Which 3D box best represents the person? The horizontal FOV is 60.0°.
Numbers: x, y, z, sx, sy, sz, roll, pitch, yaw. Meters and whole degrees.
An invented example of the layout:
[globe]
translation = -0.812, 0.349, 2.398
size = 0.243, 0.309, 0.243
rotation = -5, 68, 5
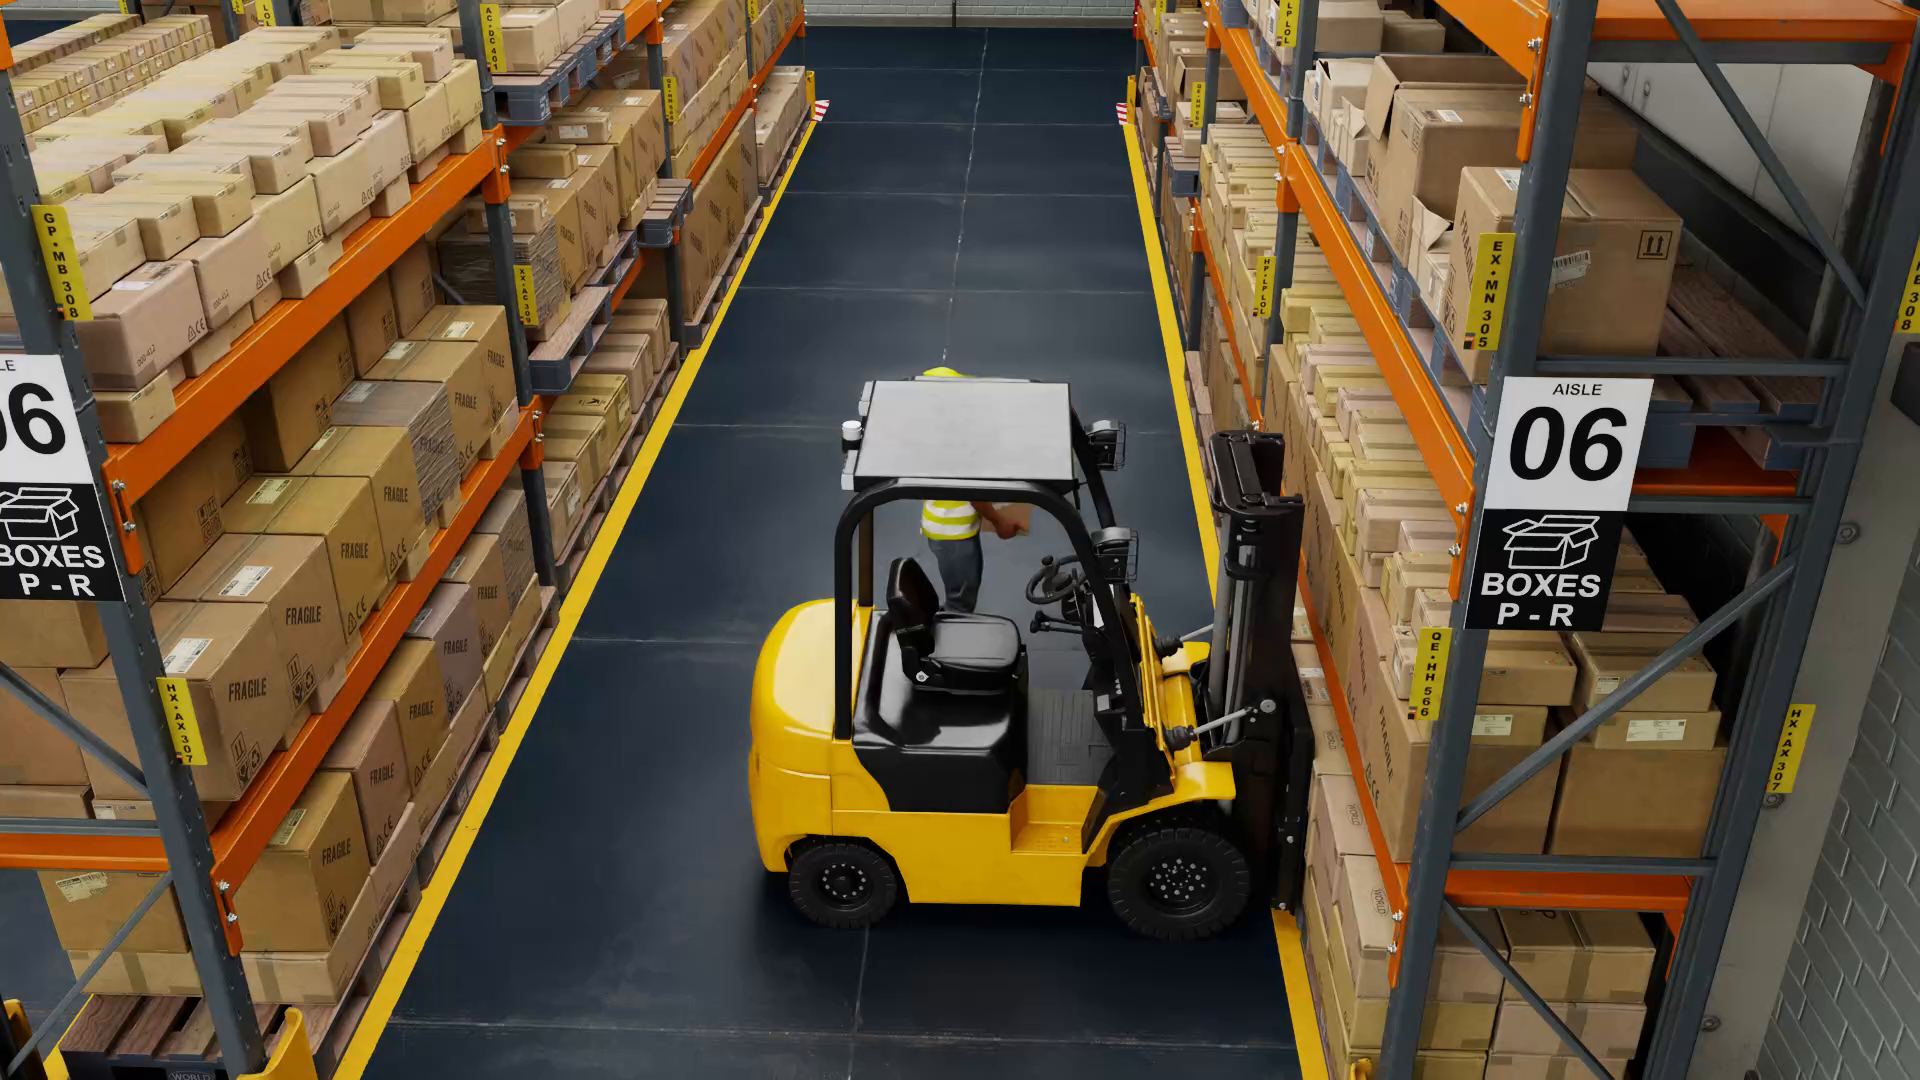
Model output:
[person]
translation = 0.061, -0.075, 8.745
size = 0.577, 1.761, 0.502
rotation = 1, 28, 2
